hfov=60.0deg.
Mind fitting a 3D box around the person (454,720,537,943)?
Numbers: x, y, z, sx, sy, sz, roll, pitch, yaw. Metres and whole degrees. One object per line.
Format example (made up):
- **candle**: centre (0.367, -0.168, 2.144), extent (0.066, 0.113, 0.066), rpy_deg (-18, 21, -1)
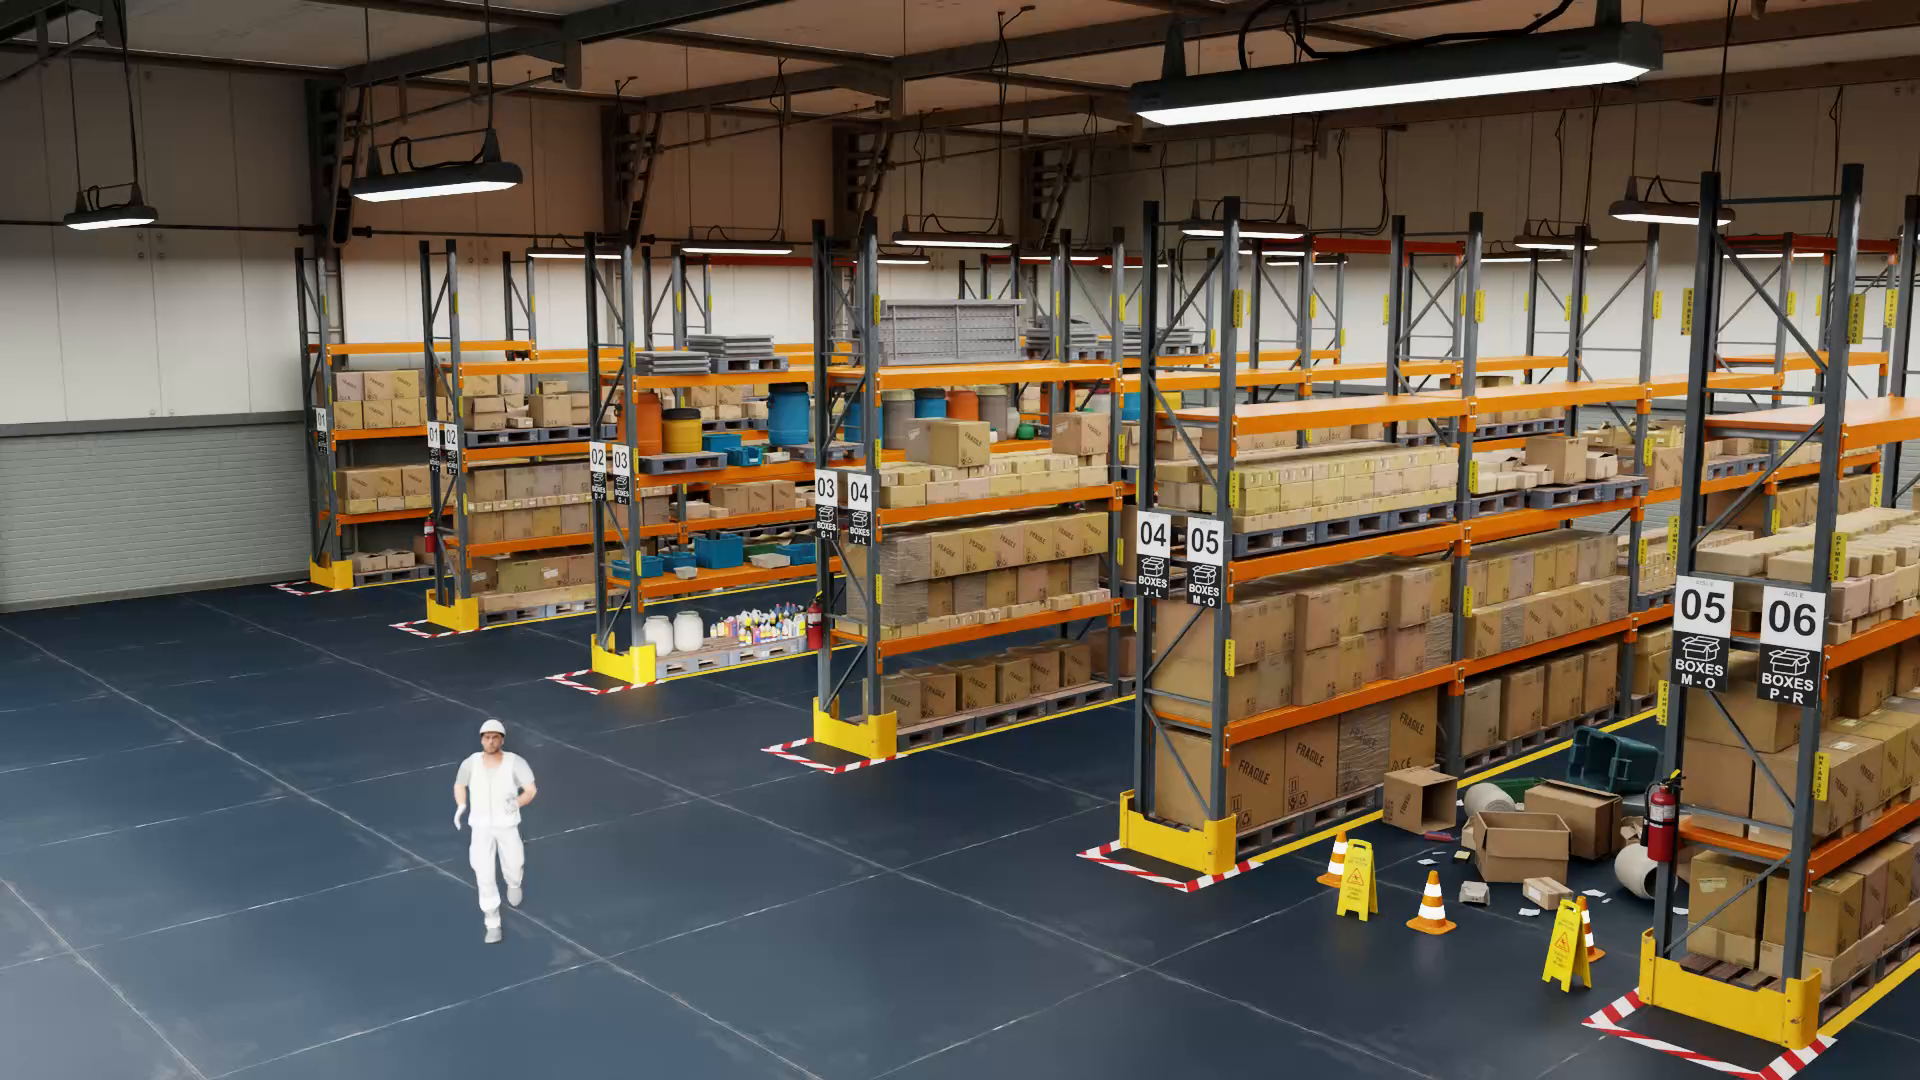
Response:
- **person**: centre (-3.788, 2.326, 13.559), extent (0.668, 1.758, 0.849), rpy_deg (-1, 8, -9)
